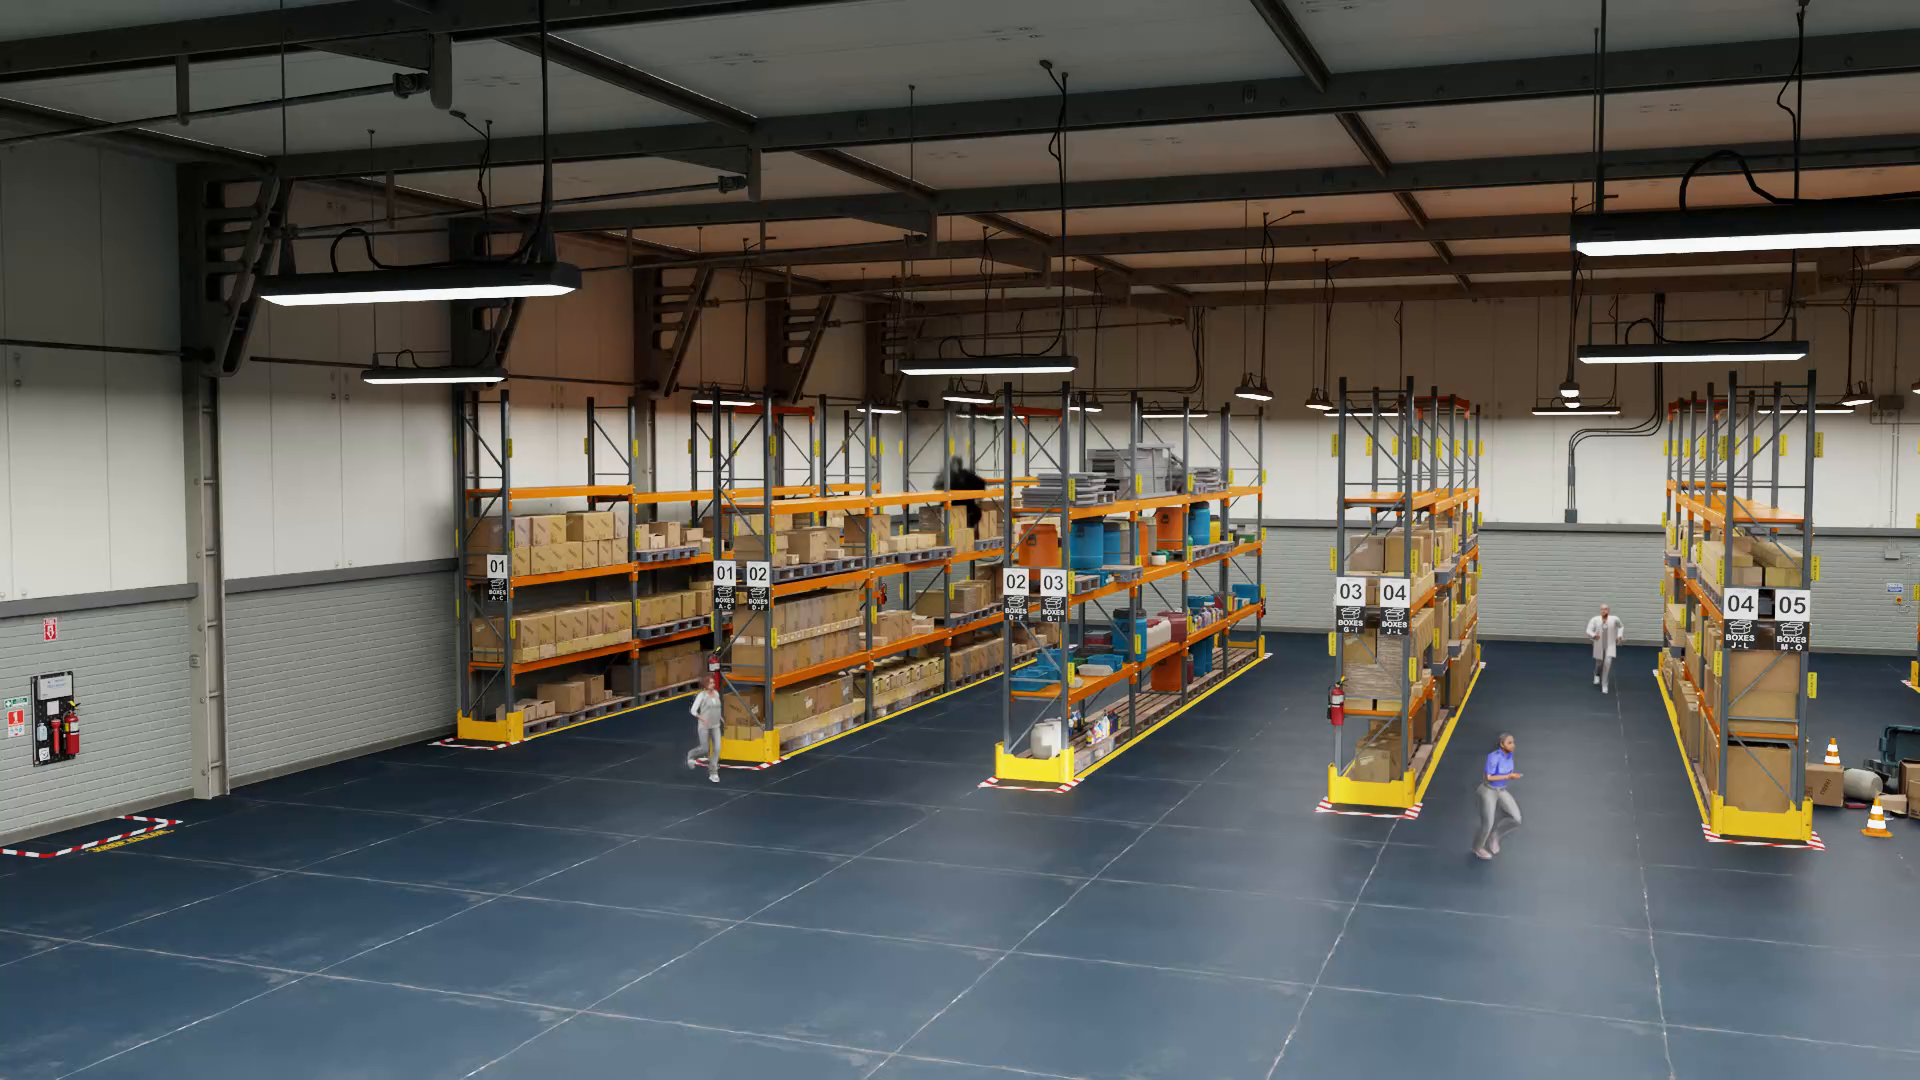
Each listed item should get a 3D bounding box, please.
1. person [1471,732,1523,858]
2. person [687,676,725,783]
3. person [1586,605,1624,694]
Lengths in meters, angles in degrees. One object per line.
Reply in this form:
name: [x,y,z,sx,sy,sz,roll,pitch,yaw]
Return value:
person: [6.503,3.092,20.103,0.562,1.587,0.790,-2,4,-28]
person: [-3.809,2.837,25.161,0.565,1.579,0.818,-3,4,-42]
person: [13.337,2.222,34.398,0.717,1.791,1.043,1,3,23]
